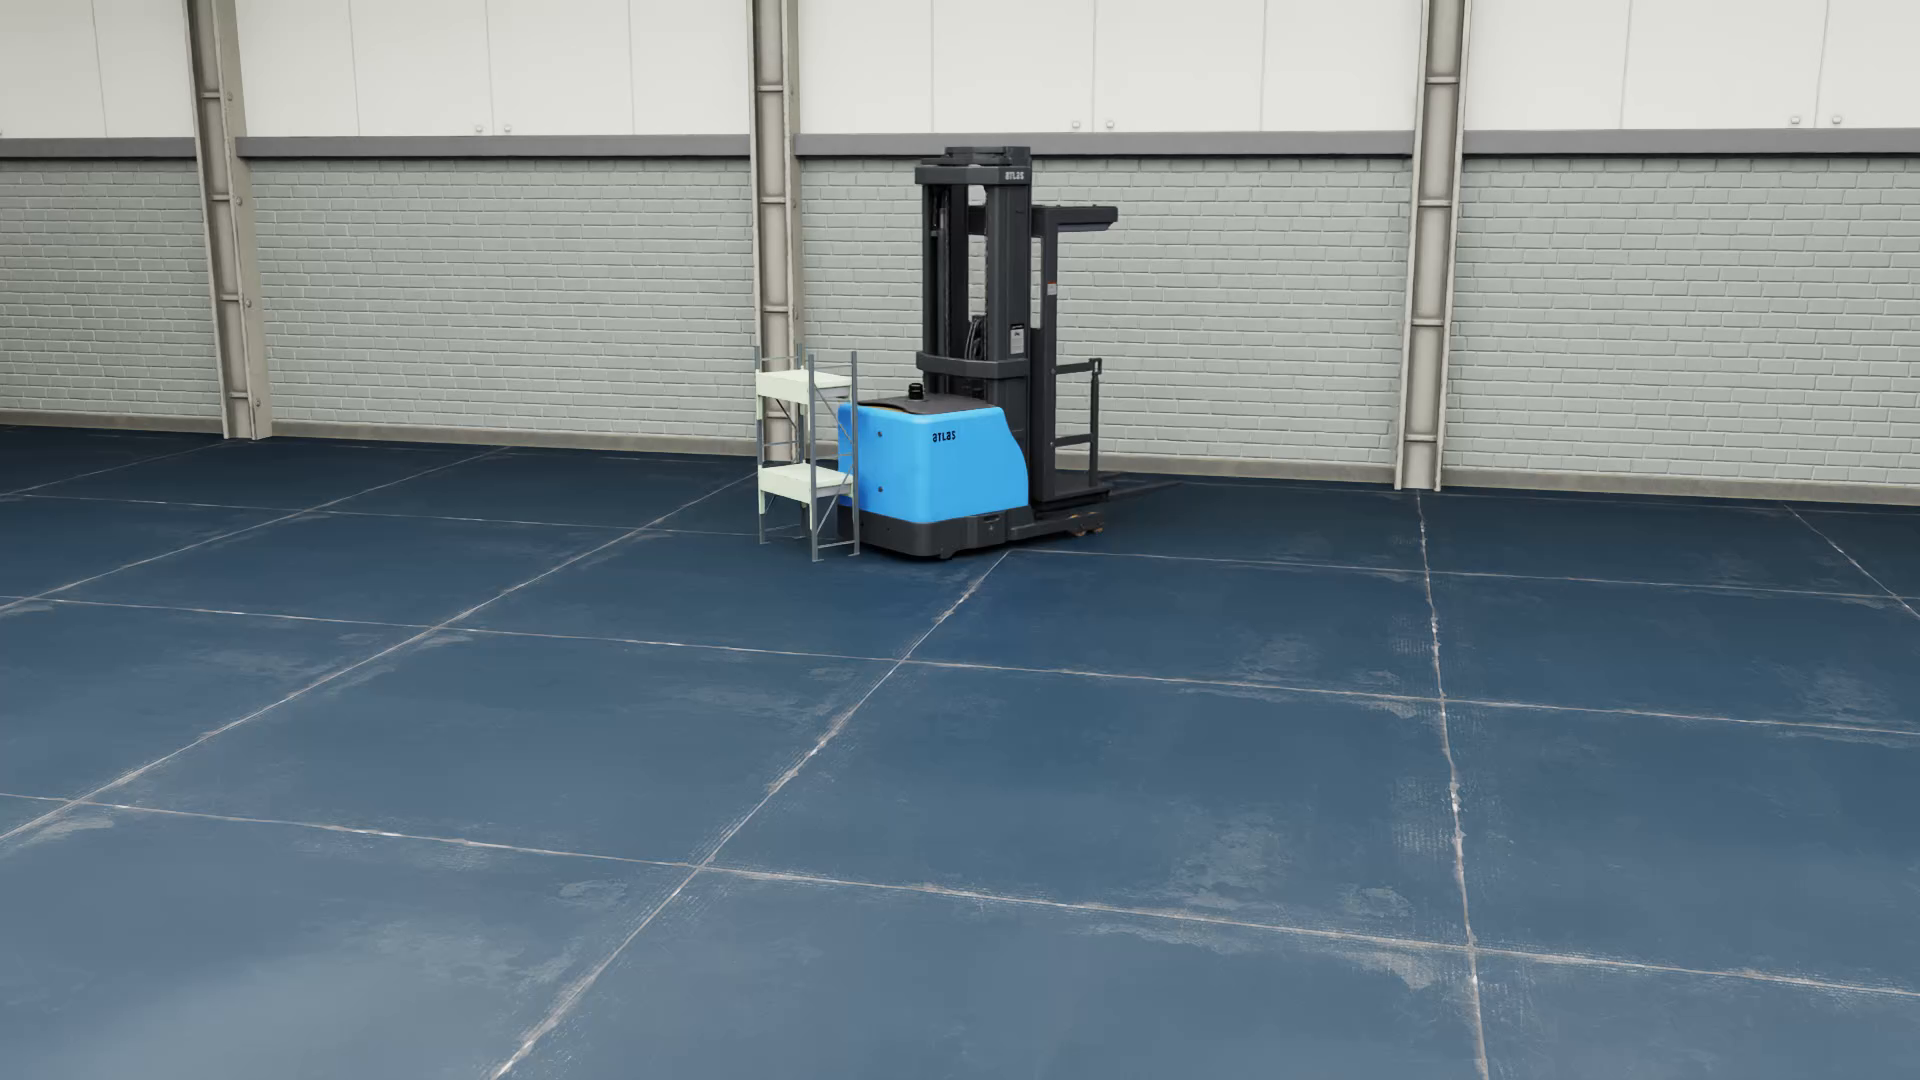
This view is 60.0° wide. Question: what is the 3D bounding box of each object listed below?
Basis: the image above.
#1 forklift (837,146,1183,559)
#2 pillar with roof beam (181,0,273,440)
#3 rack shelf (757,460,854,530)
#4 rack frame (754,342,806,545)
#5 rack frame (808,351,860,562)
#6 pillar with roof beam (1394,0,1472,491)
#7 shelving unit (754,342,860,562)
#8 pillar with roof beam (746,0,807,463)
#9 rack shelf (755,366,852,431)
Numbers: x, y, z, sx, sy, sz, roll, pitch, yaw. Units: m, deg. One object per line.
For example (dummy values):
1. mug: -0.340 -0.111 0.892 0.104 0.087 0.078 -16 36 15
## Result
1. forklift: 0.510 -1.536 12.891 3.031 2.935 1.130 -11 17 -40
2. pillar with roof beam: -8.591 -4.586 12.628 0.400 9.000 9.100 3 13 14
3. rack shelf: -1.128 -0.344 12.327 0.431 0.370 0.720 -10 16 -37
4. rack frame: -1.353 -0.725 12.539 0.400 1.500 0.023 -10 16 -37
5. rack frame: -0.904 -0.600 11.974 0.400 1.500 0.023 -10 16 -37
6. pillar with roof beam: 3.059 -3.963 9.821 0.400 9.000 9.100 3 13 14
7. shelving unit: -1.128 -0.662 12.256 0.431 1.500 0.755 -10 16 -37
8. pillar with roof beam: -2.766 -4.275 11.225 0.400 9.000 9.100 3 13 14
9. rack shelf: -1.128 -1.043 12.172 0.431 0.370 0.720 -10 16 -37
